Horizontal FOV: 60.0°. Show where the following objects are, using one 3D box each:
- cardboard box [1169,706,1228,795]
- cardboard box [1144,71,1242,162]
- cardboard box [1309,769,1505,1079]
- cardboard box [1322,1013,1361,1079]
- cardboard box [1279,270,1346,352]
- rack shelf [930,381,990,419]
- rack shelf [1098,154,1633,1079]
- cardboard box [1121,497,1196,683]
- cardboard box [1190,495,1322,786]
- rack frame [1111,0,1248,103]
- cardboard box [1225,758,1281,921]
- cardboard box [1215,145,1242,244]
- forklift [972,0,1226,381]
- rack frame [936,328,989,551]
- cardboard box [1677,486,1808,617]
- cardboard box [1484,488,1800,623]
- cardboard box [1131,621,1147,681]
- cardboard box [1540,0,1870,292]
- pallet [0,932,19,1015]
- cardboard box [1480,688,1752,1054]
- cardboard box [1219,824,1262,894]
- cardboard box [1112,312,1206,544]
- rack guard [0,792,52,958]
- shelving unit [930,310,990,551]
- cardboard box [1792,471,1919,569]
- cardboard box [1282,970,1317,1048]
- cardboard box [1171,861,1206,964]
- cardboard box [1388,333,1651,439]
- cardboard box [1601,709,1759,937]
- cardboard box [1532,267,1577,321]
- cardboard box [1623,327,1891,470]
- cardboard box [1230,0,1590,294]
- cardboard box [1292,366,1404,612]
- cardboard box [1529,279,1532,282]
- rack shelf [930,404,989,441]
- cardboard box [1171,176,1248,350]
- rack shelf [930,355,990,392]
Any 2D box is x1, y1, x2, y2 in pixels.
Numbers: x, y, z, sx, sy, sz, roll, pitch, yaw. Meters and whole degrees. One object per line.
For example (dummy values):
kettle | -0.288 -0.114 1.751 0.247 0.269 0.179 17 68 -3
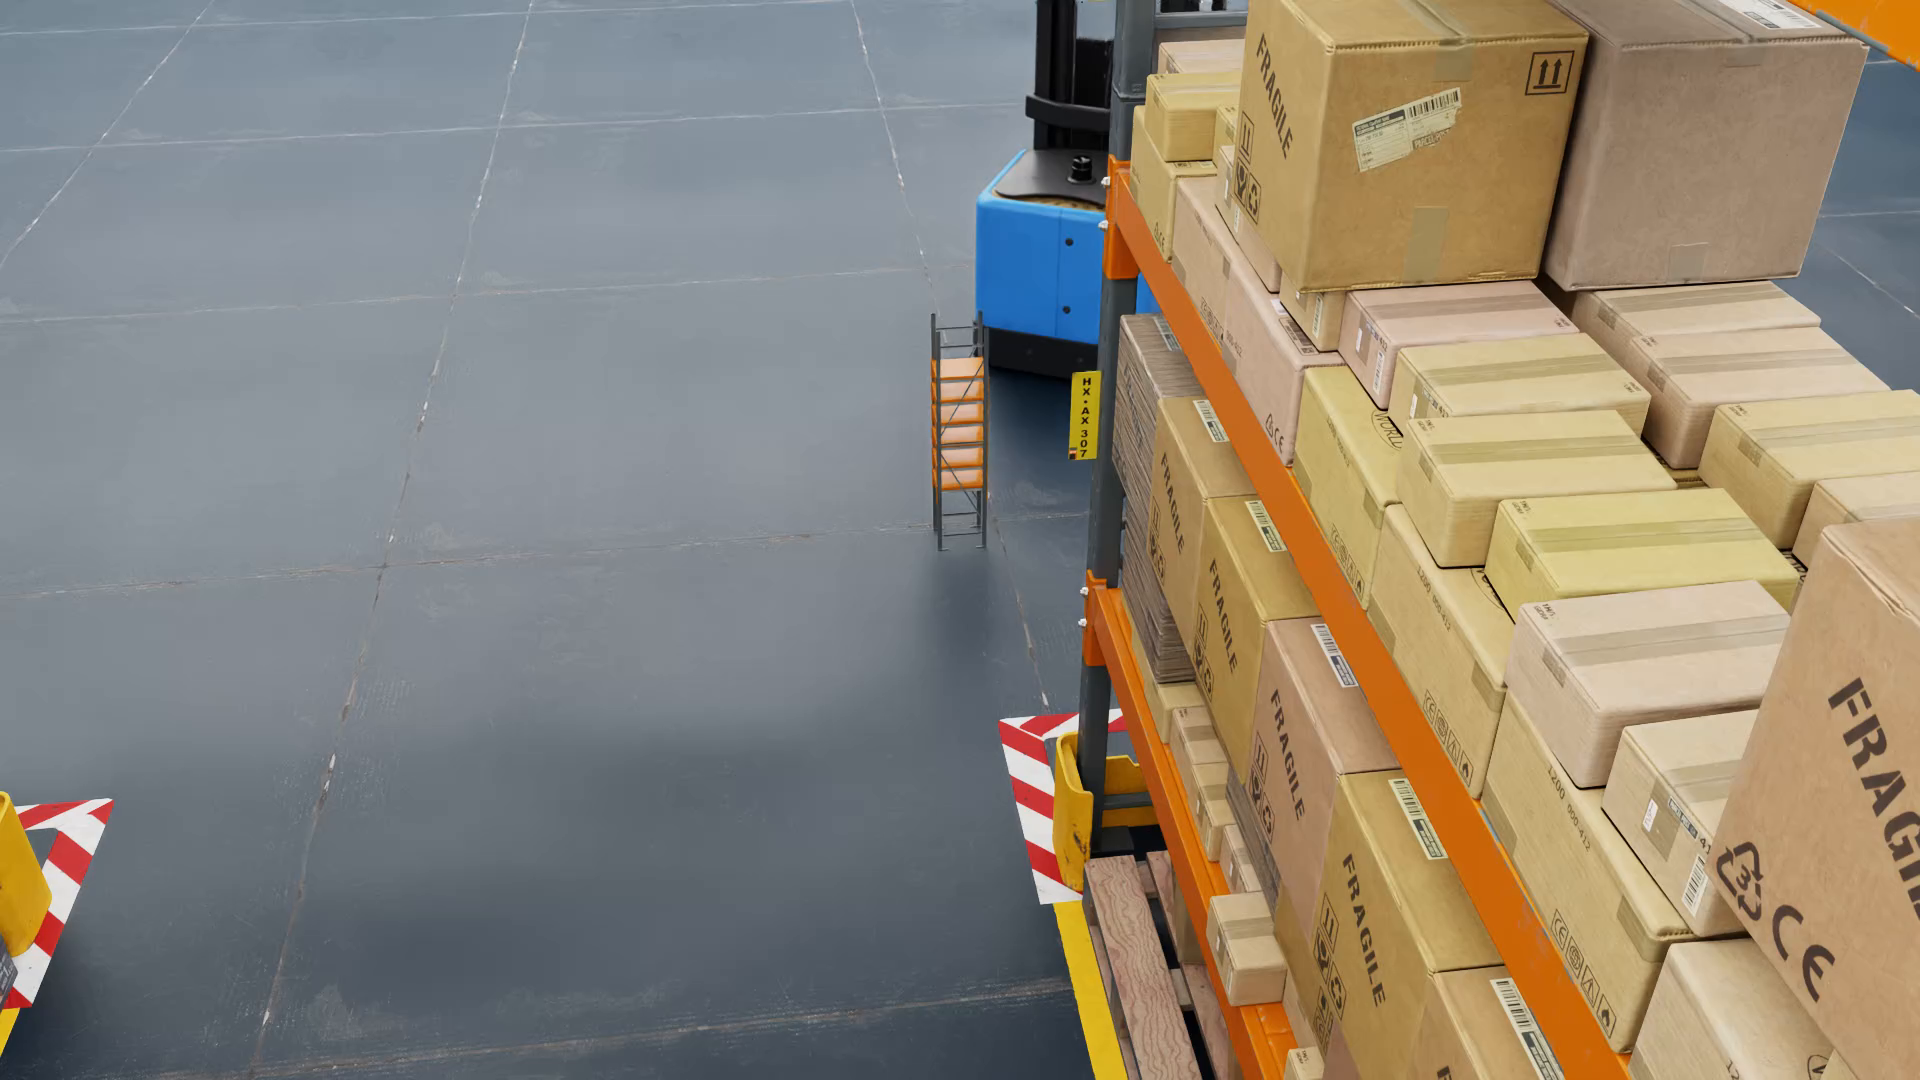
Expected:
cardboard box | 0.836 0.614 4.908 0.380 0.149 0.250 -4 35 -6
cardboard box | 0.693 -1.105 4.324 0.380 0.149 0.250 -4 34 -5
cardboard box | 1.016 0.780 3.200 0.500 0.500 0.500 -4 35 -6
cardboard box | 1.286 1.173 3.512 0.875 0.500 0.500 -4 35 -6
cardboard box | 0.896 -0.529 3.478 0.380 0.149 0.250 -6 35 -9
rack shelf | -0.002 -0.665 7.814 0.258 0.103 0.180 -4 35 -6
rack shelf | 1.215 0.088 3.433 1.077 0.370 4.000 -4 35 -6
cardboard box | 0.993 0.059 5.147 0.875 0.500 0.500 -4 35 -6
cardboard box | 0.879 0.223 4.019 0.500 0.500 0.500 -4 35 -6
rack frame | 0.947 -2.565 4.023 1.000 3.000 0.127 -4 35 -6
cardboard box | 1.204 0.611 4.337 0.875 0.500 0.500 -4 35 -6
cardboard box | 0.815 -0.816 3.900 0.380 0.149 0.250 -3 34 -4
forklift | 1.056 -2.876 9.867 1.130 2.935 3.031 12 36 17
rack frame | 0.010 -0.453 7.849 0.240 1.200 0.006 -4 35 -6
cardboard box | 1.545 0.125 2.872 0.500 0.250 0.500 -6 35 -8
cardboard box | 1.065 0.053 2.624 0.380 0.149 0.250 -3 34 -5
cardboard box | 0.763 0.336 5.317 0.380 0.149 0.250 -4 35 -6
cardboard box | 1.406 -0.851 3.374 0.500 0.500 0.500 -4 35 -6
pallet | -3.797 1.826 5.383 1.003 0.211 1.213 -4 35 -6
cardboard box | 1.104 0.442 2.408 0.500 0.250 0.500 -4 34 -5
cardboard box | 0.923 0.892 4.501 0.380 0.149 0.250 -4 35 -6
cardboard box | 0.750 -0.336 4.838 0.500 0.500 0.500 -4 35 -6
rack guard | -3.985 1.253 5.968 1.175 0.500 0.348 -4 35 -6
shelving unit | -0.002 -0.504 7.924 0.258 1.200 0.189 -4 35 -6
cardboard box | 1.602 0.014 2.682 0.380 0.149 0.250 -5 35 -7
cardboard box | 1.019 1.169 4.094 0.380 0.149 0.250 -4 35 -6
cardboard box | 1.014 1.123 5.785 0.500 0.500 0.500 2 34 2
cardboard box | 1.023 -0.248 3.066 0.380 0.149 0.250 -6 35 -8
cardboard box | 1.090 0.355 2.181 0.380 0.149 0.250 -6 35 -9
cardboard box | 1.461 -0.570 3.539 0.380 0.149 0.250 -6 35 -9
cardboard box | 1.465 -0.267 3.094 0.380 0.149 0.250 -4 34 -5
cardboard box | 0.879 -0.847 3.369 0.500 0.500 0.500 -5 35 -7
cardboard box | 0.968 -0.121 3.234 0.500 0.250 0.500 -3 34 -5
cardboard box | 1.394 -0.449 3.714 0.500 0.250 0.500 -4 34 -5
rack shelf | -0.002 -0.566 7.881 0.258 0.103 0.180 -4 35 -6
cardboard box | 0.831 -0.688 4.065 0.500 0.250 0.500 -5 35 -7
rack shelf | -0.002 -0.765 7.746 0.258 0.103 0.180 -4 35 -6
